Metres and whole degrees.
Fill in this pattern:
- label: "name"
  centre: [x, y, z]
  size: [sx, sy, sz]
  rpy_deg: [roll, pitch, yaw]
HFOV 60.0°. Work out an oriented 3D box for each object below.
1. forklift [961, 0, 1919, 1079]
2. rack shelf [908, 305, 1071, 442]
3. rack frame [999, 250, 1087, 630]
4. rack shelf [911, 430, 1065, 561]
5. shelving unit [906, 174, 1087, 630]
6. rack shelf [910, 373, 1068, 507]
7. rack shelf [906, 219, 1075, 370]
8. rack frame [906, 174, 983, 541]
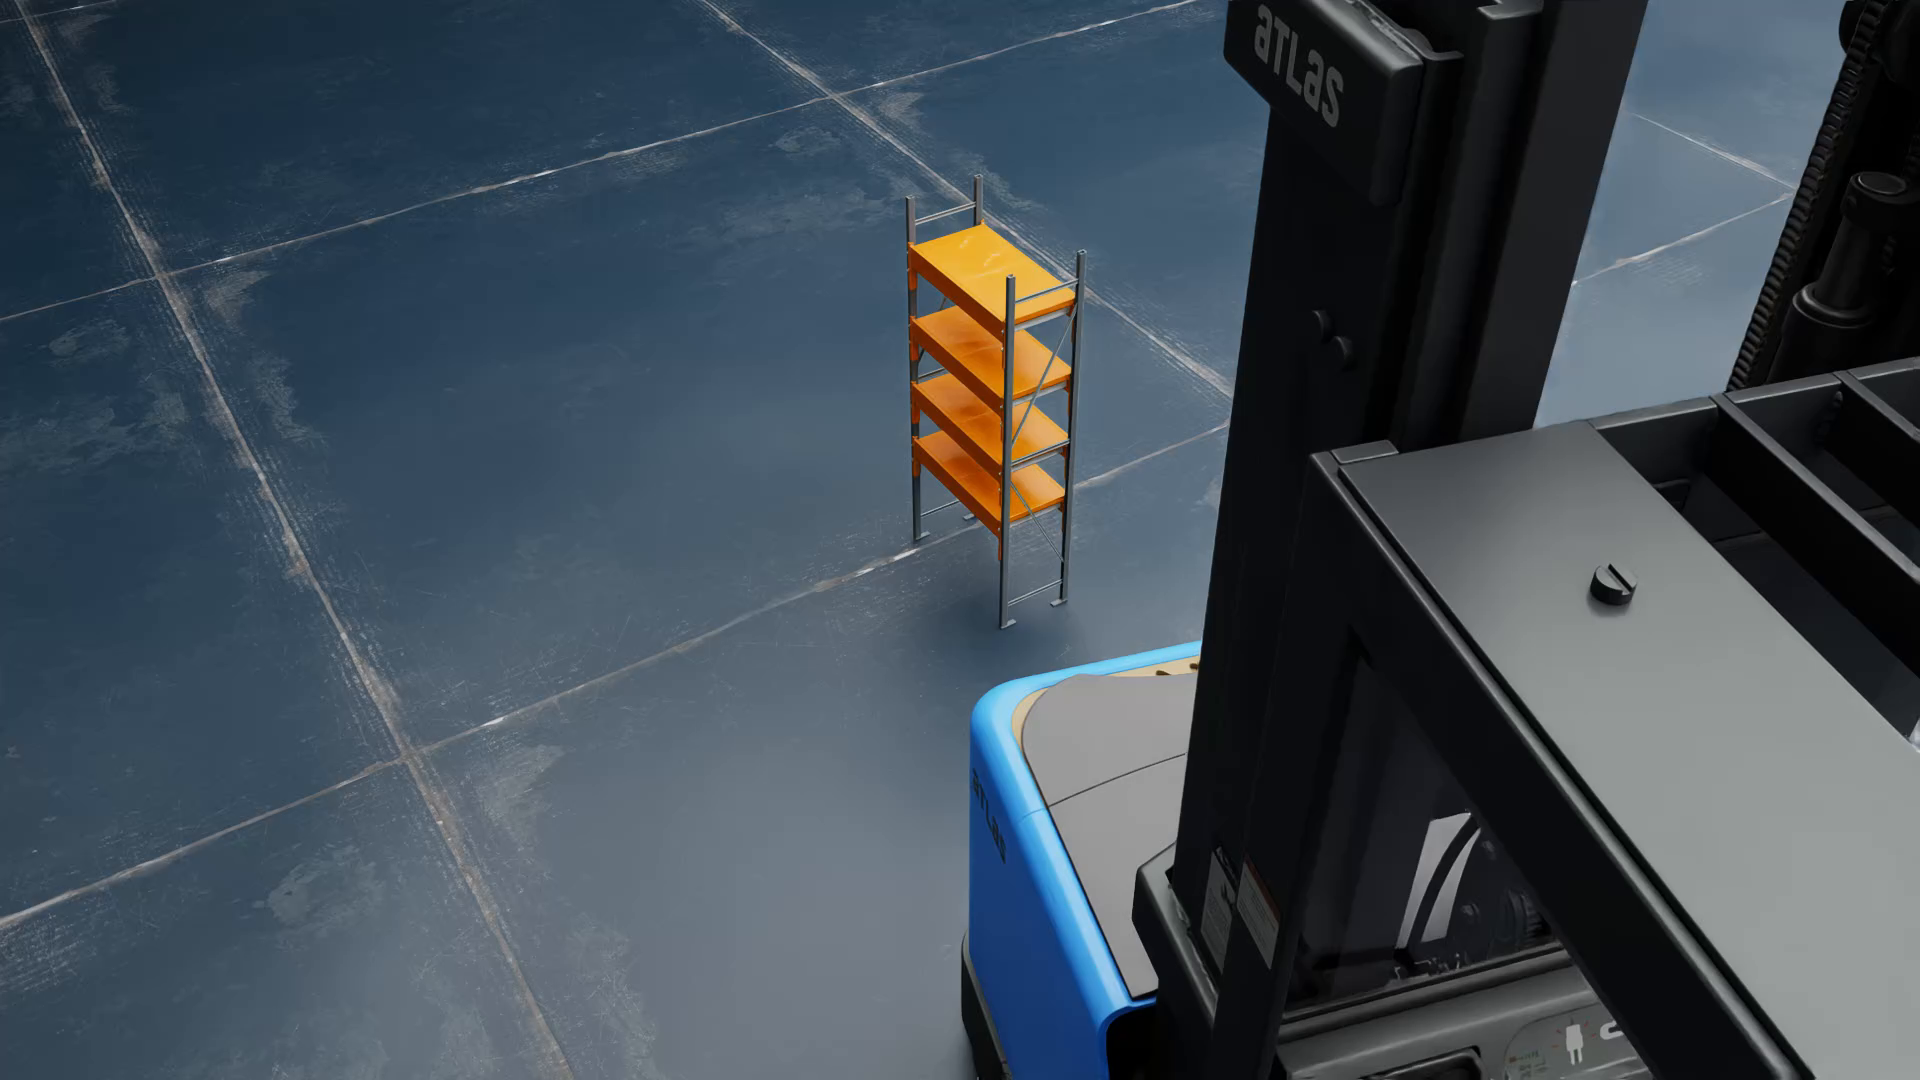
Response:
- label: "forklift"
  centre: [0.911, 0.802, 1.997]
  size: [1.130, 2.935, 3.031]
  rpy_deg: [-11, 41, -13]
- label: "rack shelf"
  centre: [0.089, -0.492, 4.659]
  size: [0.258, 0.148, 0.480]
  rpy_deg: [-22, 45, -24]
- label: "rack frame"
  centre: [0.220, -0.240, 4.601]
  size: [0.240, 1.200, 0.015]
  rpy_deg: [-22, 45, -24]
- label: "rack shelf"
  centre: [0.089, -0.167, 4.929]
  size: [0.258, 0.148, 0.480]
  rpy_deg: [-22, 45, -24]
- label: "shelving unit"
  centre: [0.089, -0.372, 4.759]
  size: [0.258, 1.200, 0.503]
  rpy_deg: [-22, 45, -24]
- label: "rack shelf"
  centre: [0.089, -0.320, 4.802]
  size: [0.258, 0.148, 0.480]
  rpy_deg: [-22, 45, -24]
- label: "rack shelf"
  centre: [0.089, -0.673, 4.507]
  size: [0.258, 0.148, 0.480]
  rpy_deg: [-22, 45, -24]
- label: "rack frame"
  centre: [-0.042, -0.503, 4.917]
  size: [0.240, 1.200, 0.015]
  rpy_deg: [-22, 45, -24]
